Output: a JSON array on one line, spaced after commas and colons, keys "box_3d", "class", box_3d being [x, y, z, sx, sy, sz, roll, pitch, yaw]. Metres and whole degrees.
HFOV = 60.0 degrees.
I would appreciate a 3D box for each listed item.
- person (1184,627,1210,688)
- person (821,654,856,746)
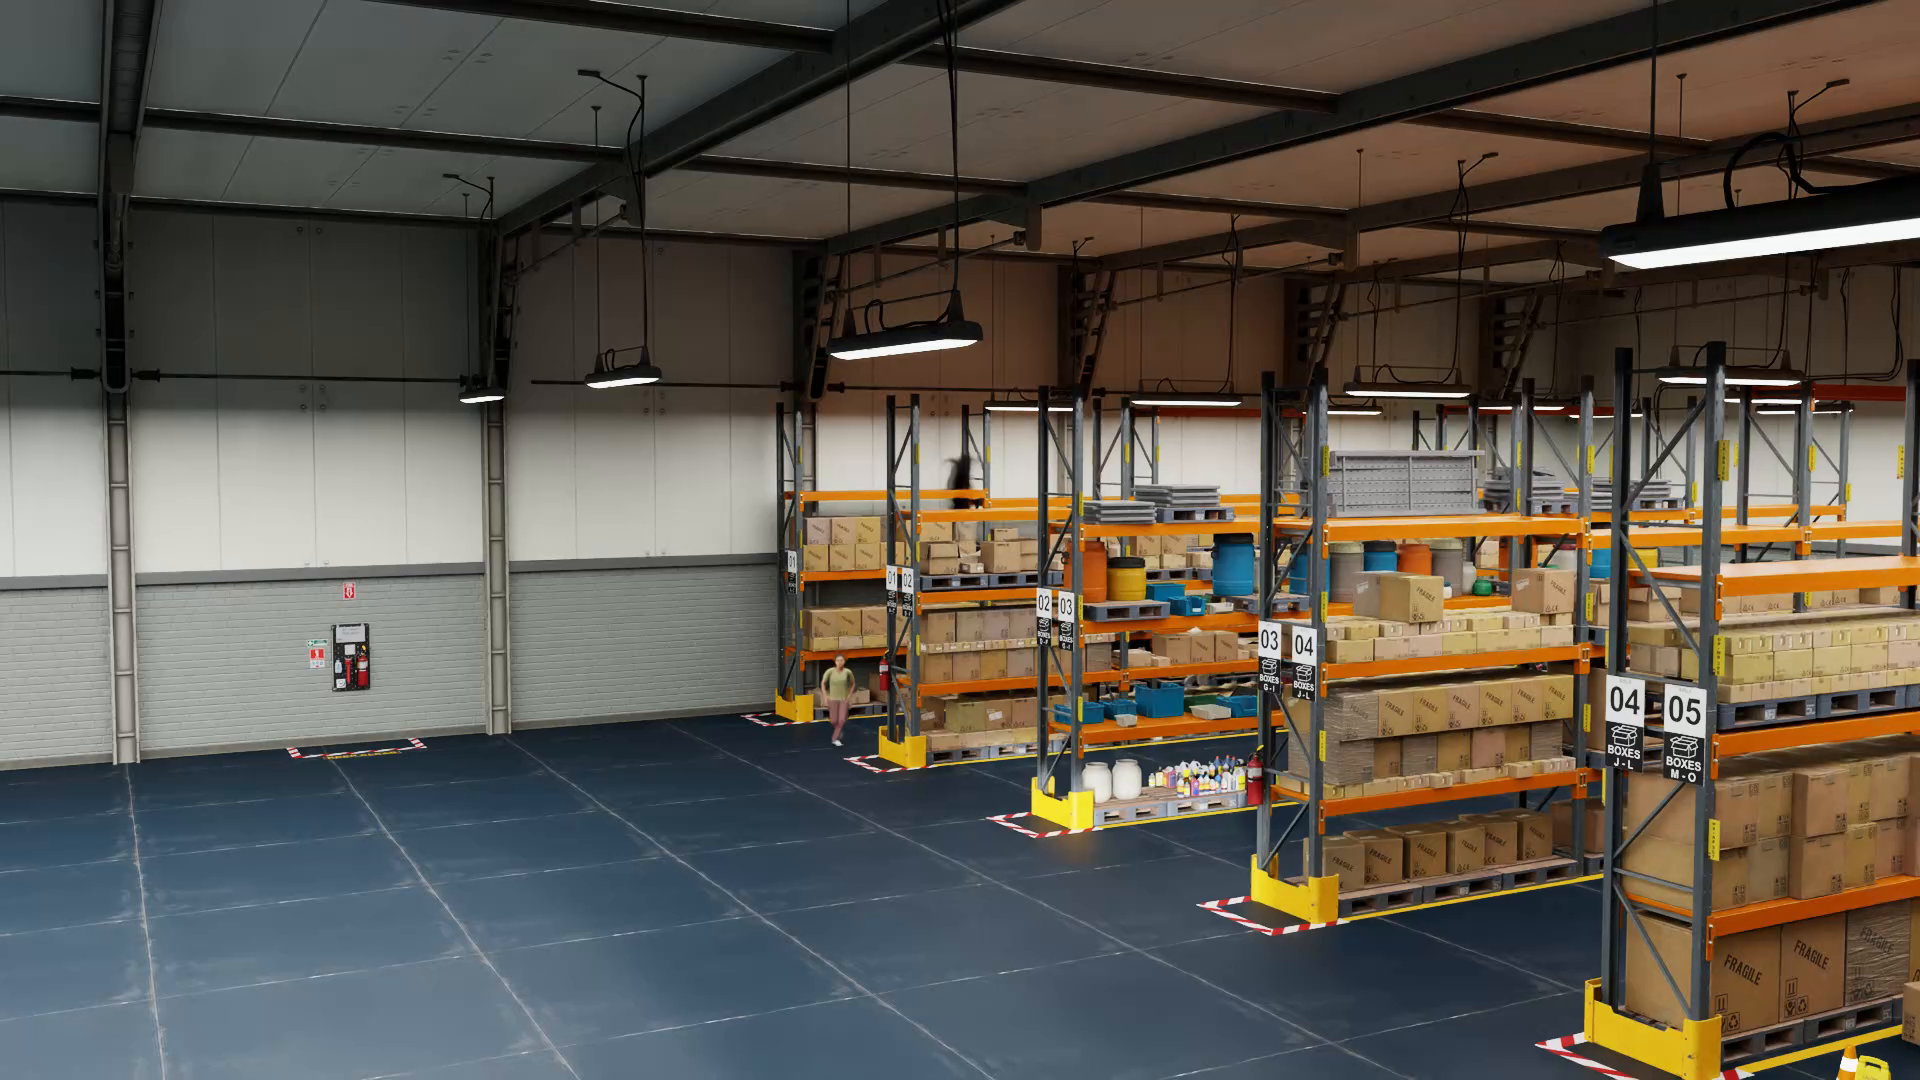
[{"box_3d": [4.582, 2.487, 31.953, 0.724, 1.677, 0.826, 0, 3, 5], "class": "person"}, {"box_3d": [-2.094, 2.748, 28.682, 0.589, 1.592, 0.554, 0, 3, -5], "class": "person"}]
